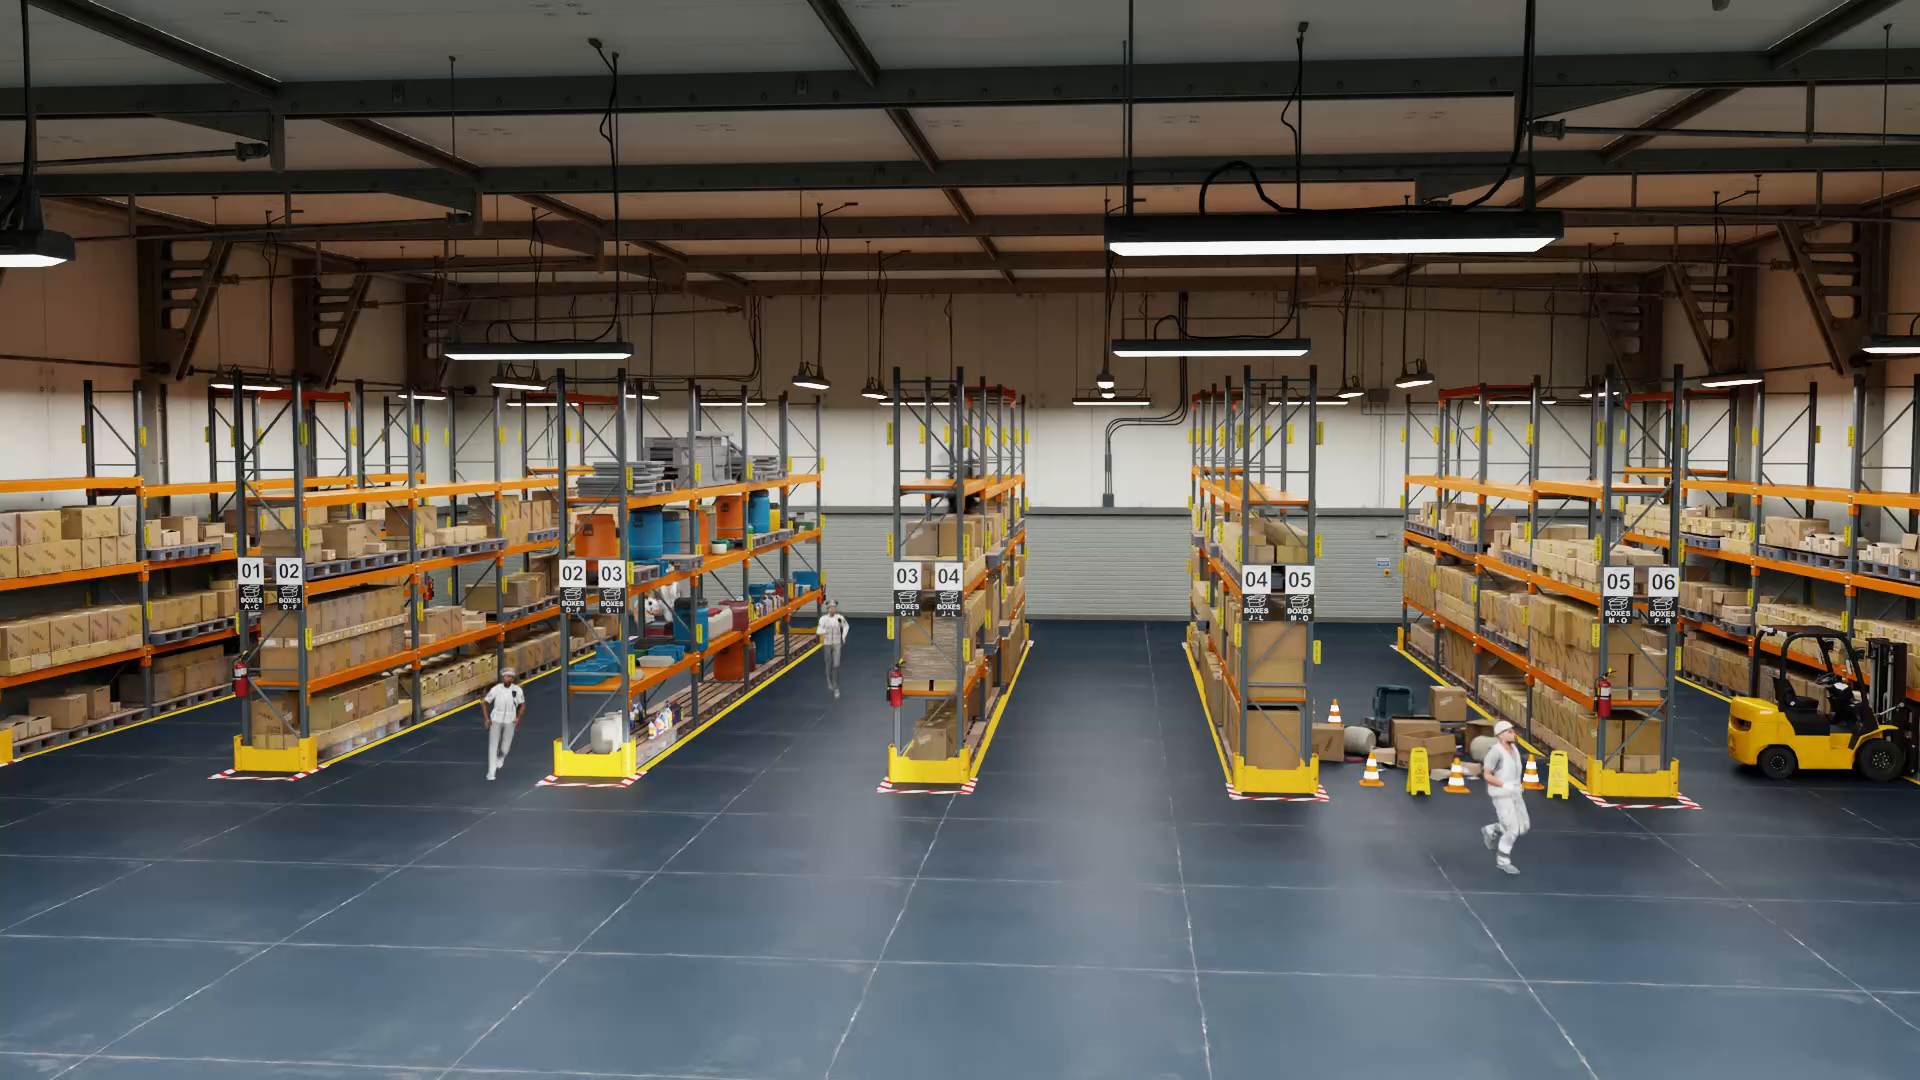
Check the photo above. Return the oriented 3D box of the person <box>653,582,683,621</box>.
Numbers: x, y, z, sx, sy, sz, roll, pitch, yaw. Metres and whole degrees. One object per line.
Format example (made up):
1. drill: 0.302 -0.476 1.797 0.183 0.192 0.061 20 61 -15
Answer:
1. person: -7.018 1.639 40.165 0.681 1.793 0.698 -1 4 -22

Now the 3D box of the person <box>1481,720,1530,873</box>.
1. person: 6.270 2.946 19.201 0.692 1.743 0.630 -3 5 -42

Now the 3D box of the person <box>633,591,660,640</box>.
1. person: -6.955 1.867 36.848 0.609 1.649 0.941 0 4 -6

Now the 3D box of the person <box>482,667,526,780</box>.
1. person: -6.718 2.680 24.509 0.618 1.642 0.532 -1 4 -16

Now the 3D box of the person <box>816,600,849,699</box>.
1. person: -2.335 1.986 30.514 0.594 1.789 0.686 0 4 -4
